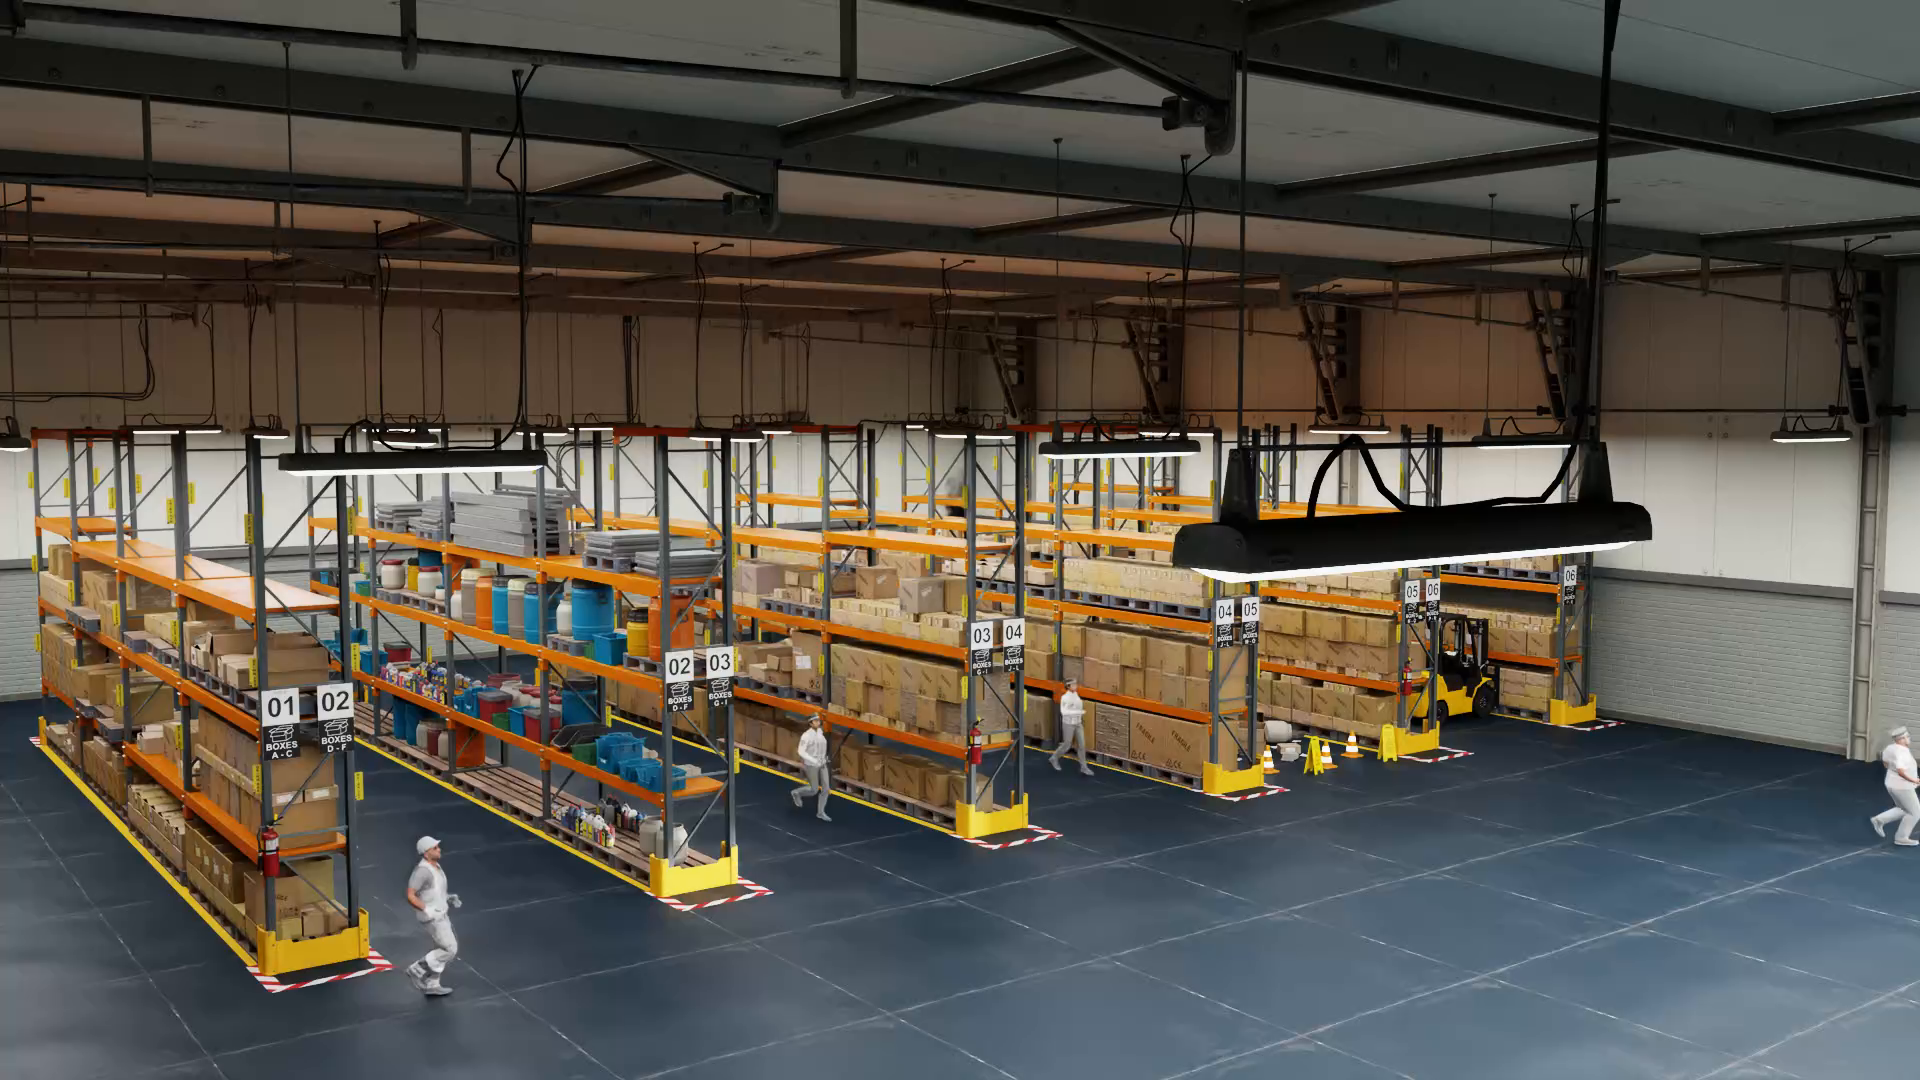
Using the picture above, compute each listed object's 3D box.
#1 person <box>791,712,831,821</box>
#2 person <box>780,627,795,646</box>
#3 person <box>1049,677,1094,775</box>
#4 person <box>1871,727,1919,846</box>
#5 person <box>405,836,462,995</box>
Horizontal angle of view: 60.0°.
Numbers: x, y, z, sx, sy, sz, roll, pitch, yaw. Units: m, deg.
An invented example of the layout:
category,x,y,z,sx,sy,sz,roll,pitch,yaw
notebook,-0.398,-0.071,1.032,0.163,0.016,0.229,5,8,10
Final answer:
category,x,y,z,sx,sy,sz,roll,pitch,yaw
person,-2.278,3.486,25.805,0.747,1.682,0.617,3,6,38
person,-3.673,2.698,35.996,0.572,1.632,0.693,-3,5,-34
person,1.940,3.194,28.792,0.878,1.689,0.616,4,6,39
person,13.664,3.536,24.156,0.586,1.673,0.661,1,5,9
person,-5.689,4.056,17.941,0.561,1.743,0.660,0,4,-6
